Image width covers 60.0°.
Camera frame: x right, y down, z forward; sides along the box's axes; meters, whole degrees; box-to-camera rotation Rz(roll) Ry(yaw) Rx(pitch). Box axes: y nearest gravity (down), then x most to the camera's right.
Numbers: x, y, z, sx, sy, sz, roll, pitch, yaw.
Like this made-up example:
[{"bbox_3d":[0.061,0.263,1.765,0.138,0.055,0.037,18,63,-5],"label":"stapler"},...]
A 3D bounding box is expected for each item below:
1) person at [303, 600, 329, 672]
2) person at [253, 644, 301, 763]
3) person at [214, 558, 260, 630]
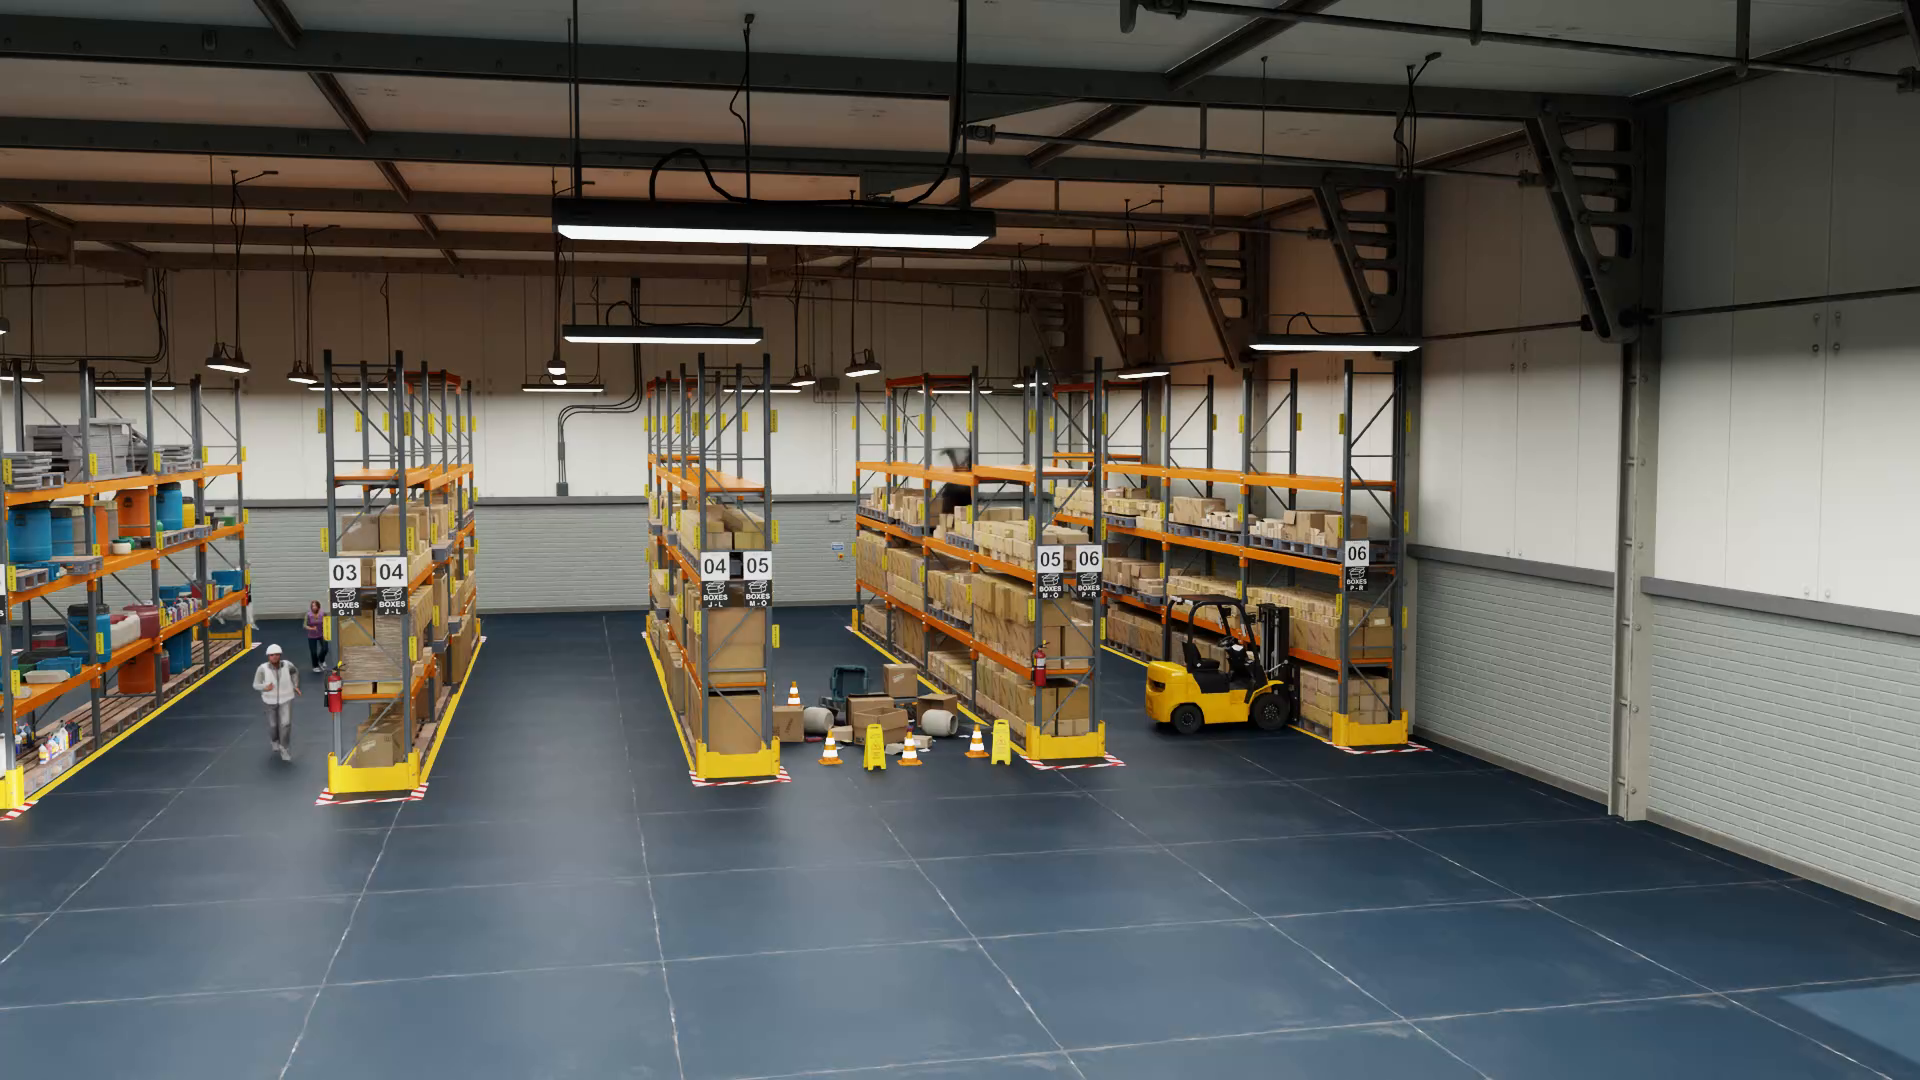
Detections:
[{"bbox_3d":[-12.890,1.944,33.360,0.542,1.478,0.793,-2,4,-25],"label":"person"},{"bbox_3d":[-10.202,2.403,24.868,0.651,1.747,0.975,-1,4,-20],"label":"person"},{"bbox_3d":[-17.654,1.328,40.583,1.092,1.776,0.668,0,4,1],"label":"person"}]
